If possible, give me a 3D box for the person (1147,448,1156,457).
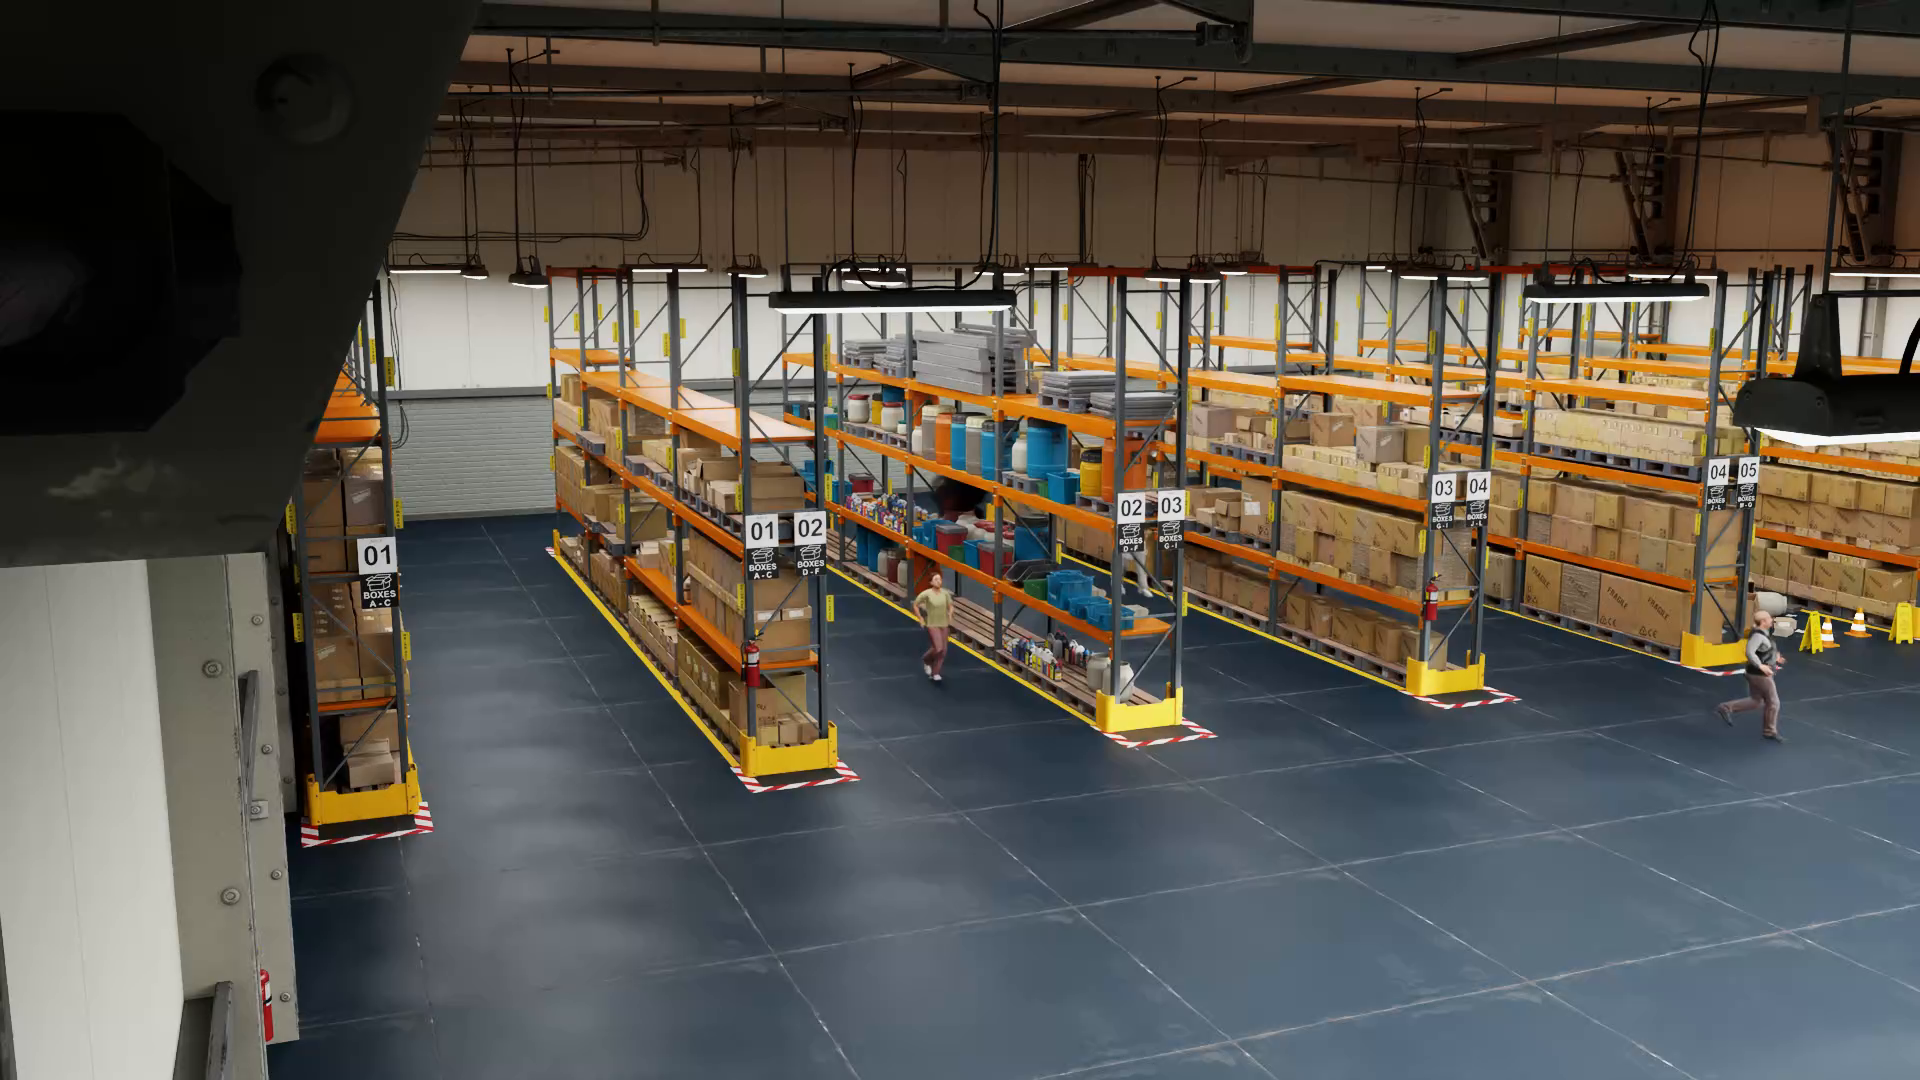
[{"bbox_3d":[4.673,-1.610,41.036,0.766,1.762,0.787,-9,13,-41],"label":"person"}]

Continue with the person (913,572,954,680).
[{"bbox_3d":[-0.327,1.279,24.441,0.580,1.622,0.539,-5,11,-27],"label":"person"}]

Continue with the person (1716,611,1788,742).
[{"bbox_3d":[10.376,1.767,21.671,0.875,1.719,0.662,3,10,18],"label":"person"}]

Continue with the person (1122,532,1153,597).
[{"bbox_3d":[3.063,0.103,29.174,0.714,1.826,0.962,-6,12,-33],"label":"person"}]
